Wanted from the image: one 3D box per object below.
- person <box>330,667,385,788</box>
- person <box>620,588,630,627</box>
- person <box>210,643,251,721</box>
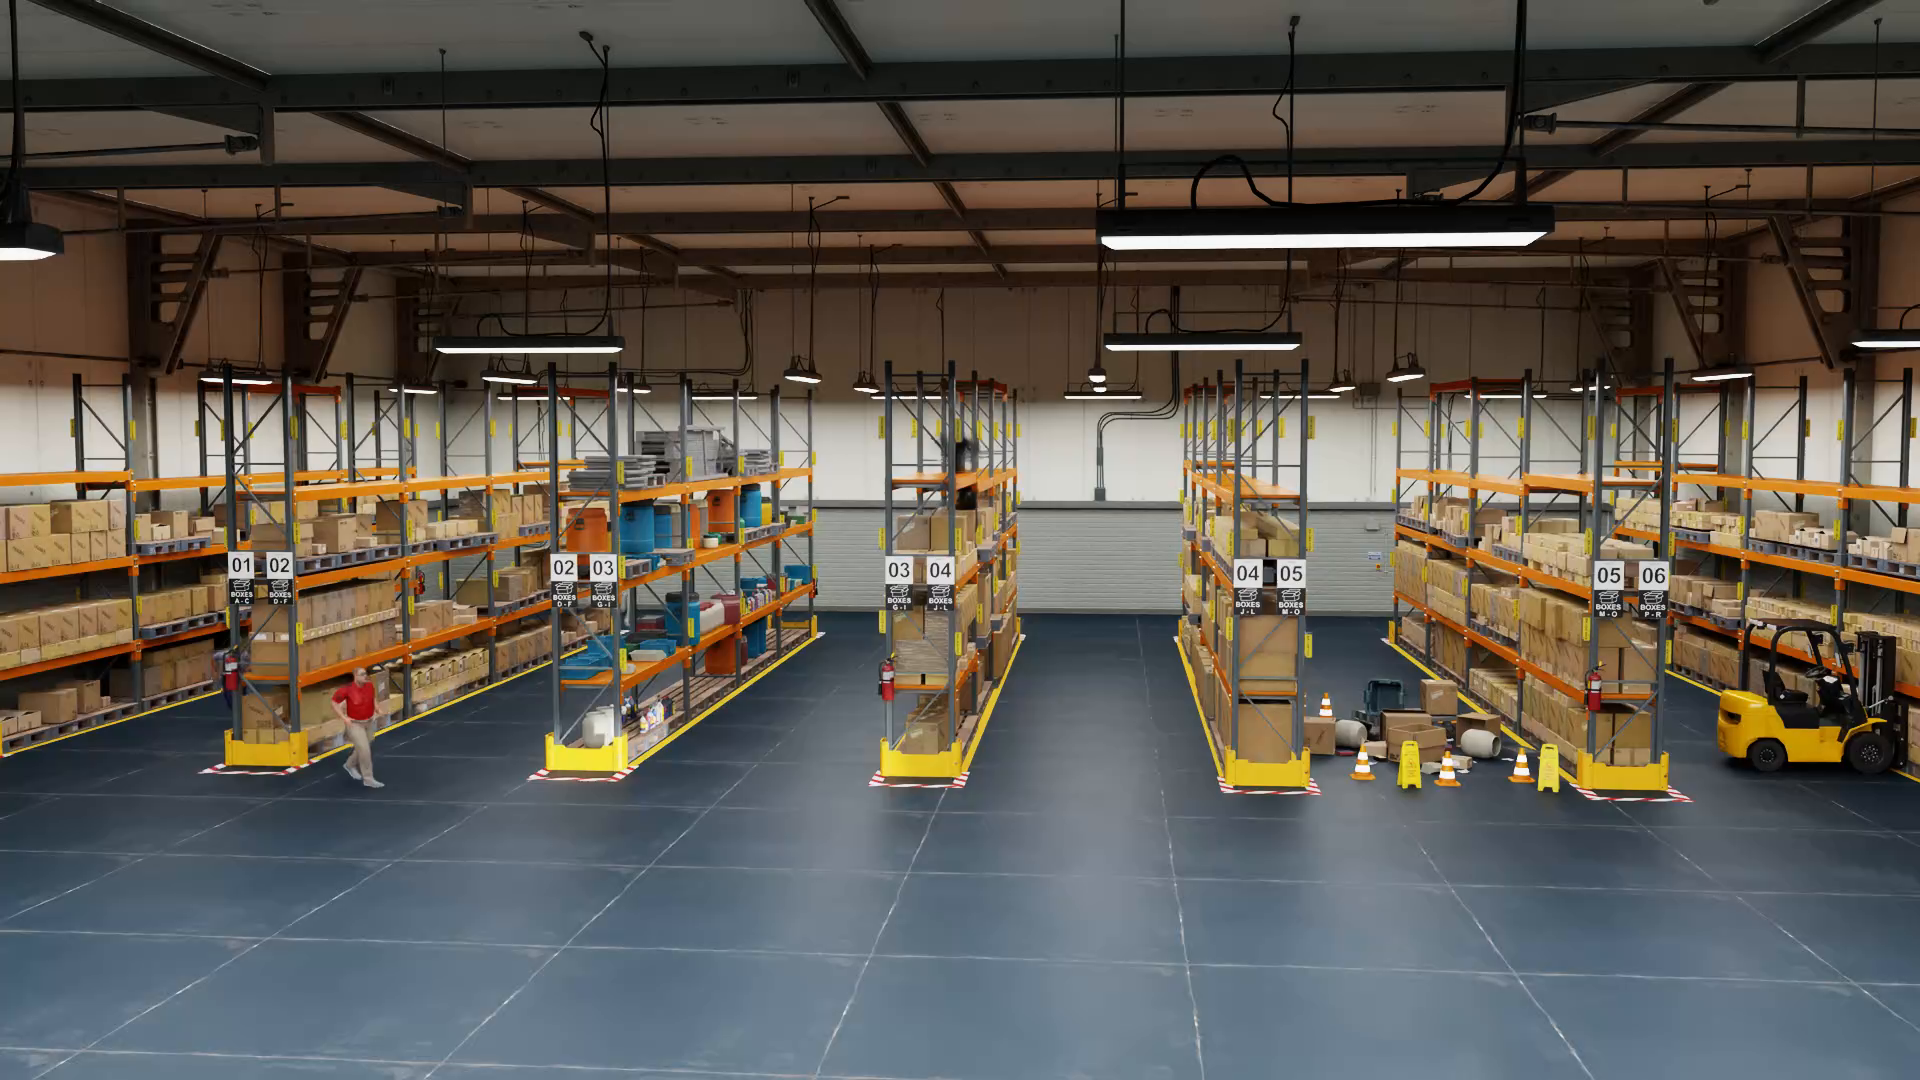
[{"bbox_3d":[-8.505,2.653,23.352,0.856,1.624,0.680,3,5,35],"label":"person"},{"bbox_3d":[-8.654,1.400,42.675,0.591,1.628,0.698,-4,5,-43],"label":"person"},{"bbox_3d":[-12.406,2.420,28.299,0.633,1.470,0.776,-2,4,-24],"label":"person"}]
